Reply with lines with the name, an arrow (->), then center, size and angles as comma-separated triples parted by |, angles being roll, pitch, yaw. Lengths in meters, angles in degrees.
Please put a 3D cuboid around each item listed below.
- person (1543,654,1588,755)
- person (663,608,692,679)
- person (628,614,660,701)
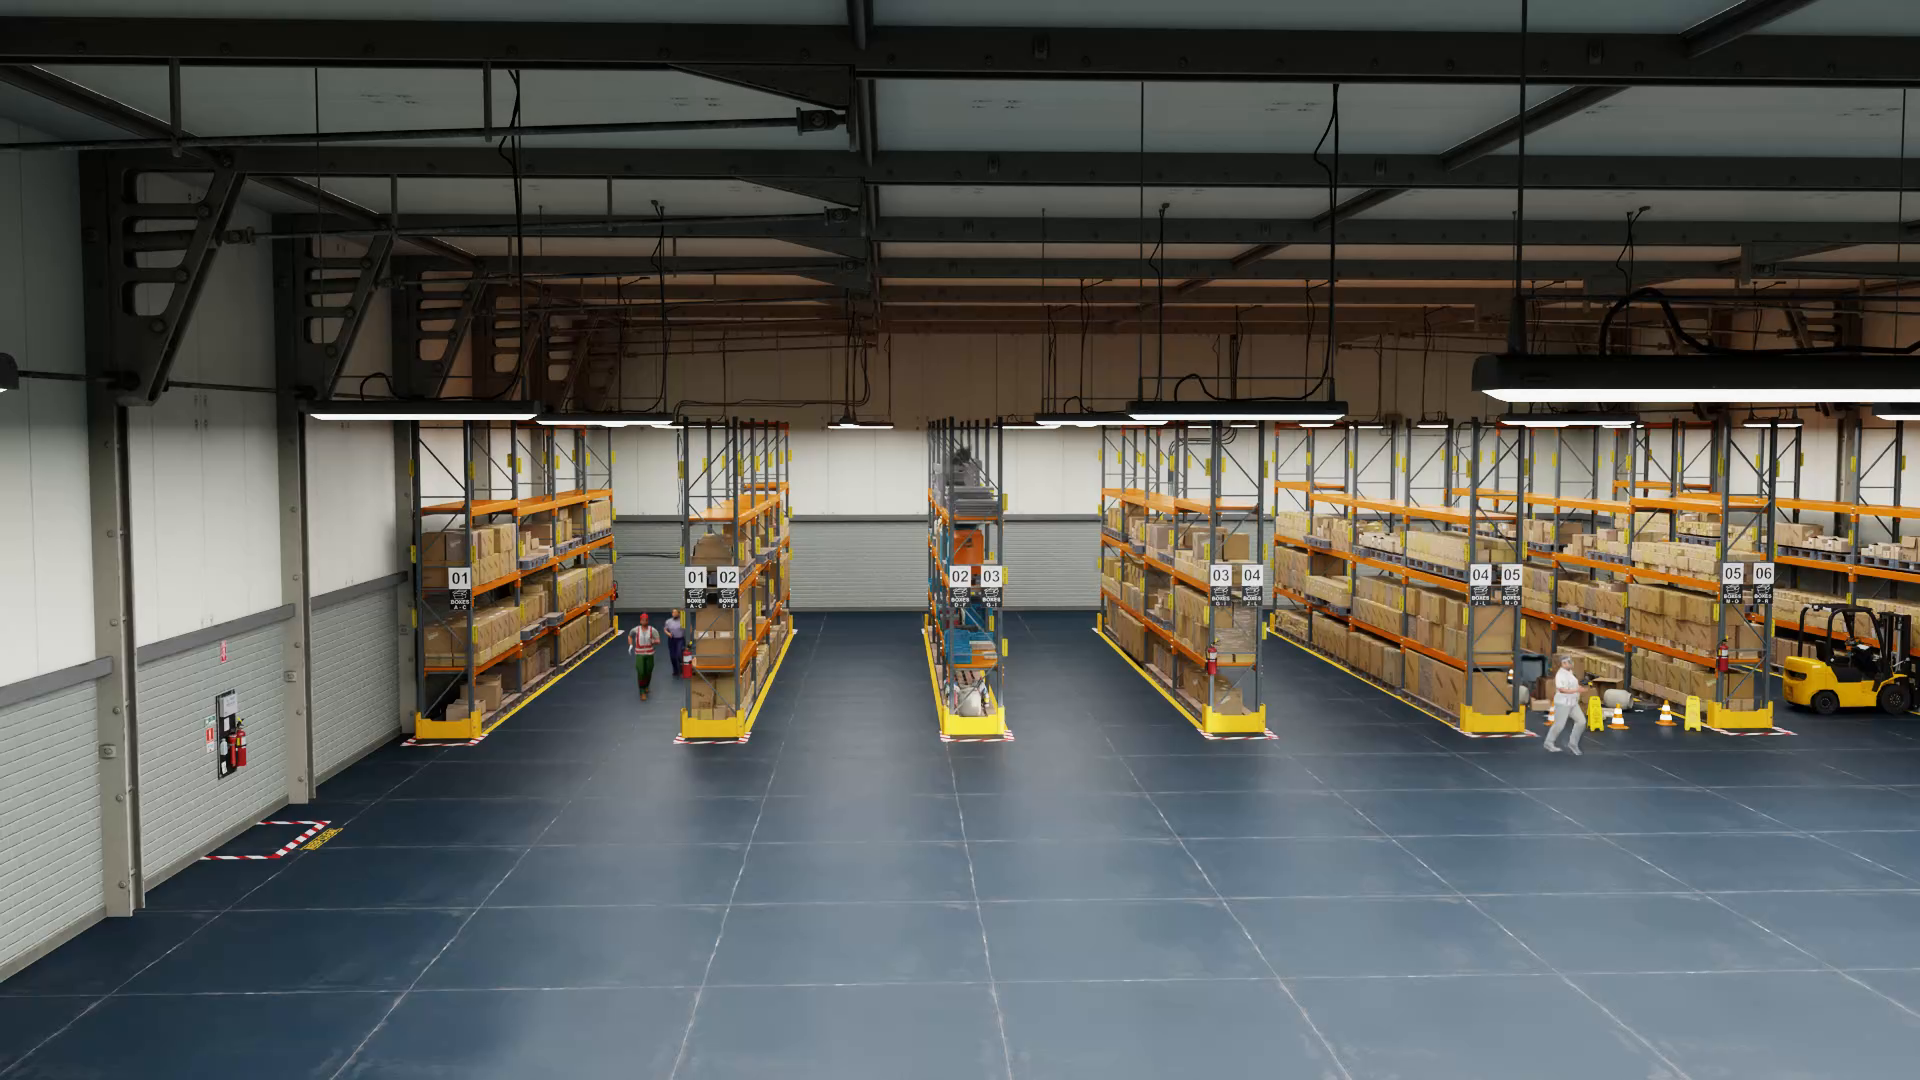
person -> 10.749, 2.928, 29.425 | 0.657, 1.845, 0.765 | -3, 5, -42
person -> -6.557, 2.412, 38.509 | 0.613, 1.692, 0.691 | 0, 4, 1
person -> -6.763, 2.477, 35.657 | 0.656, 1.810, 0.930 | -1, 4, -18
